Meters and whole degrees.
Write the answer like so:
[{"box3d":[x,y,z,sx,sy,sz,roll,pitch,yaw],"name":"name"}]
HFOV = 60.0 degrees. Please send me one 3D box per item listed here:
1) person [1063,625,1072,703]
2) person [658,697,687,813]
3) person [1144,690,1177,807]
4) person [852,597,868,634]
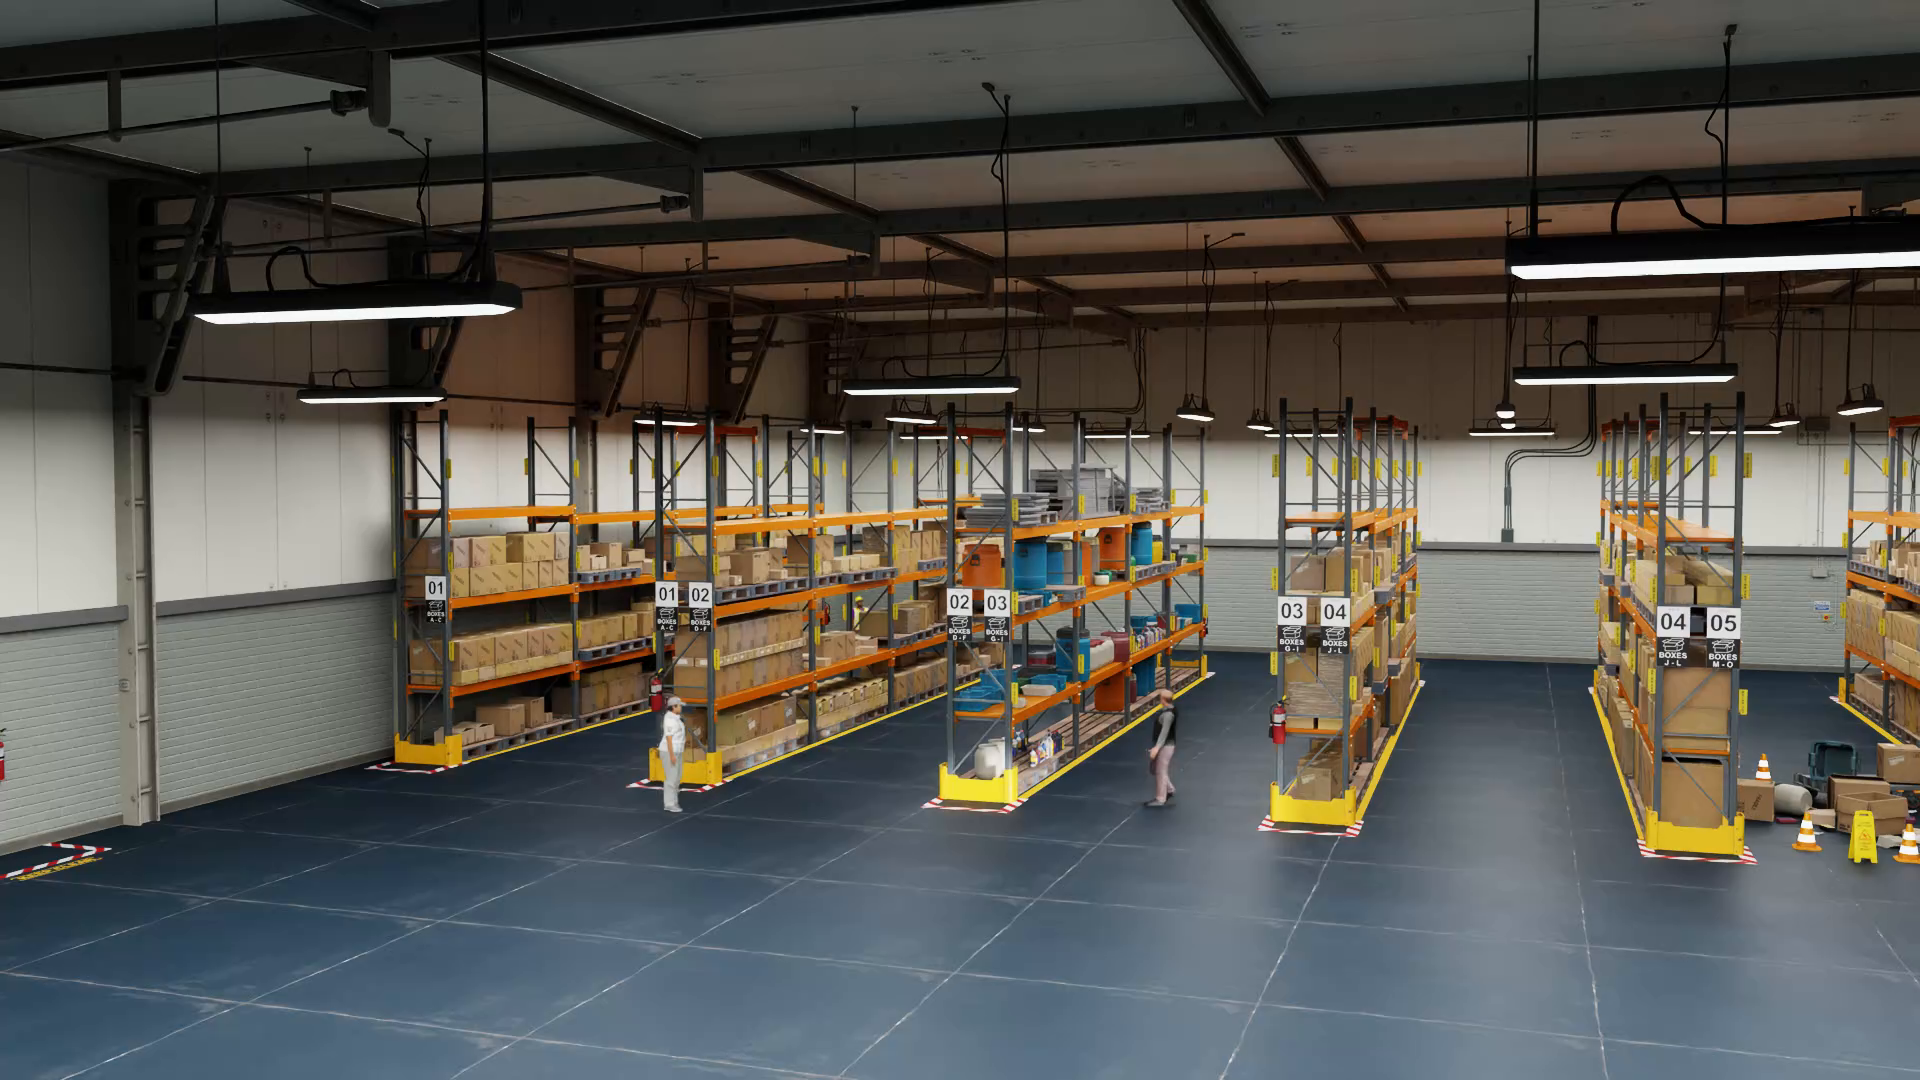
[{"box3d":[2.244,2.667,35.465,0.482,1.716,0.531,-1,3,-18],"name":"person"},{"box3d":[-4.215,3.171,24.406,0.417,1.747,0.571,0,2,-4],"name":"person"},{"box3d":[2.982,3.087,24.710,0.518,1.733,0.599,0,2,0],"name":"person"},{"box3d":[-2.581,2.311,42.608,0.544,1.707,1.038,0,2,6],"name":"person"}]
